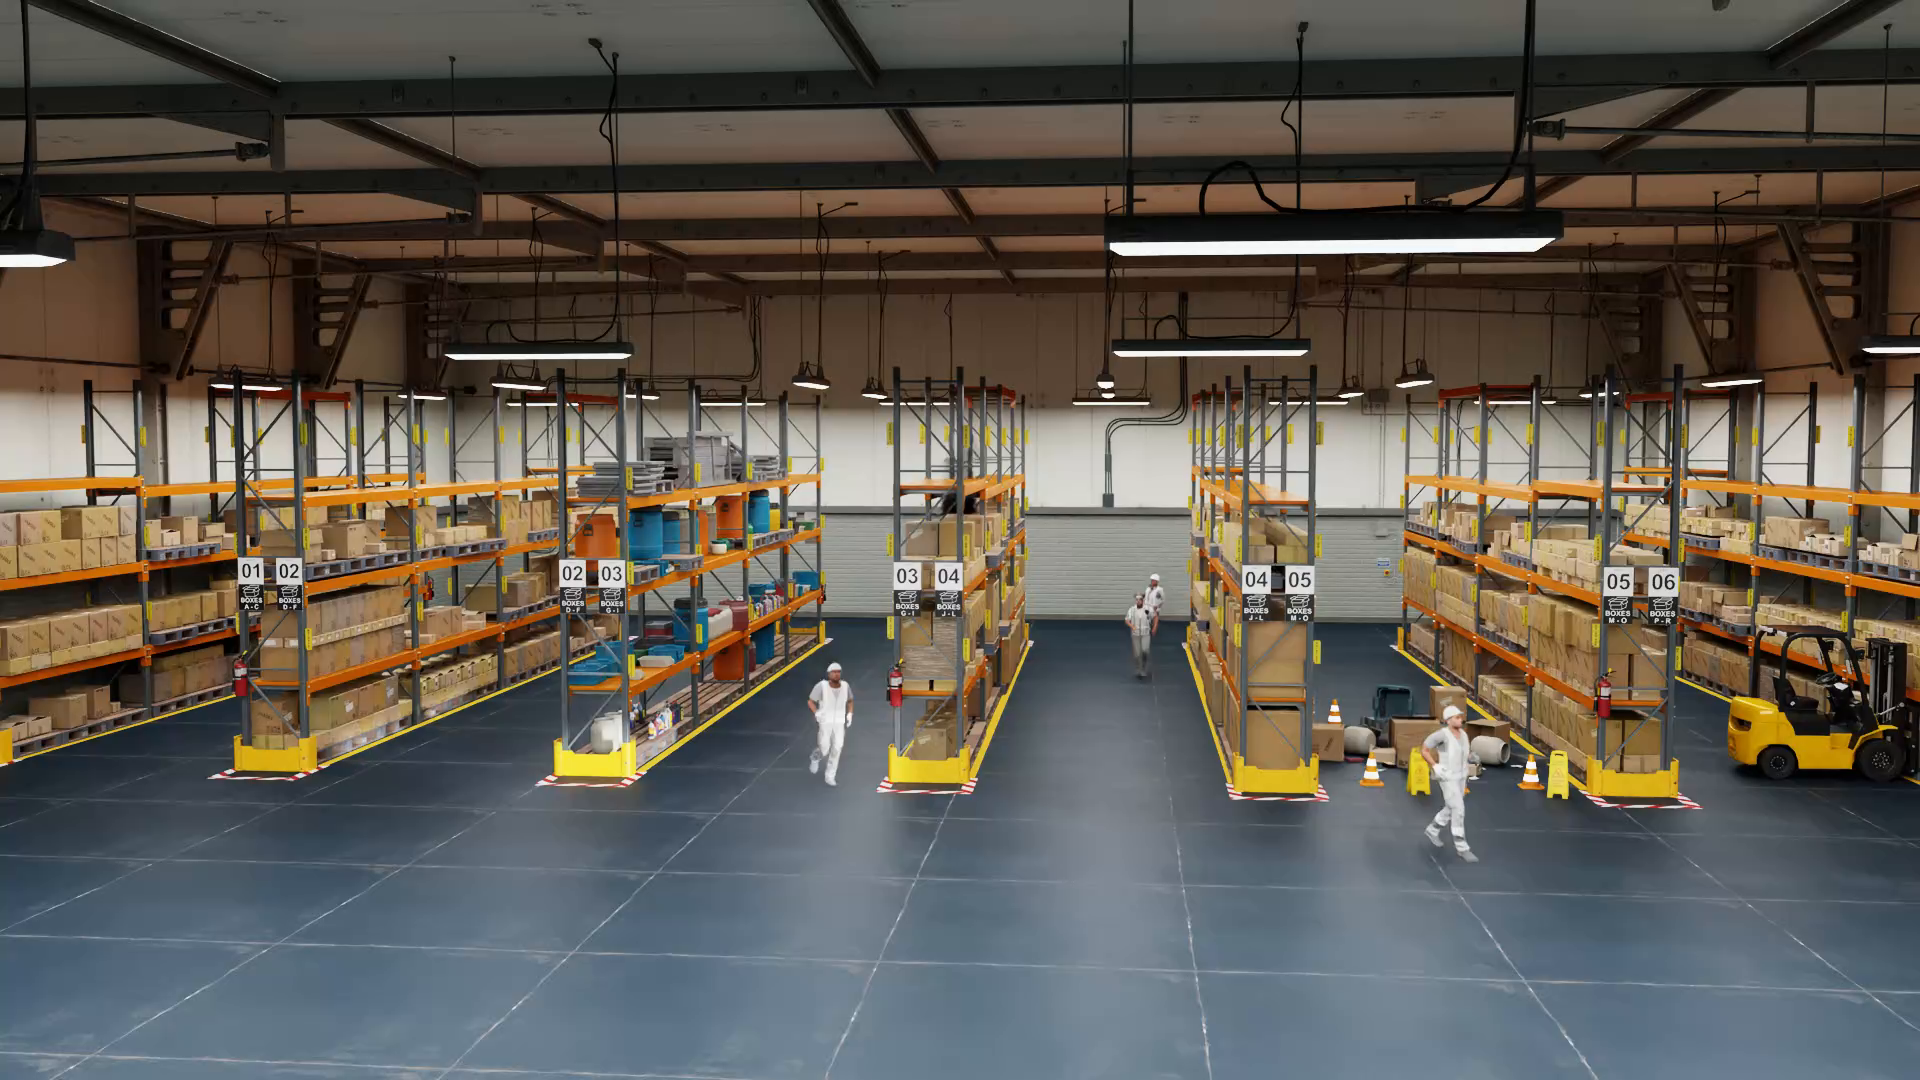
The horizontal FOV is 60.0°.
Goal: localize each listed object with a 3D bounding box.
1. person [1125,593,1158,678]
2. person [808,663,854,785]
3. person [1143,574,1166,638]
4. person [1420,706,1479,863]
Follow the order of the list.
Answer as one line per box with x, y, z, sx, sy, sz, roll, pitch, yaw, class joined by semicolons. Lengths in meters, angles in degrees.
3.776;1.988;34.671;0.673;1.780;0.694;1;4;11;person
-1.873;2.642;24.168;0.705;1.742;0.679;-1;4;-23;person
4.726;1.662;40.338;0.647;1.695;0.733;-3;5;-38;person
5.862;2.872;19.840;0.659;1.810;0.841;-3;4;-37;person
